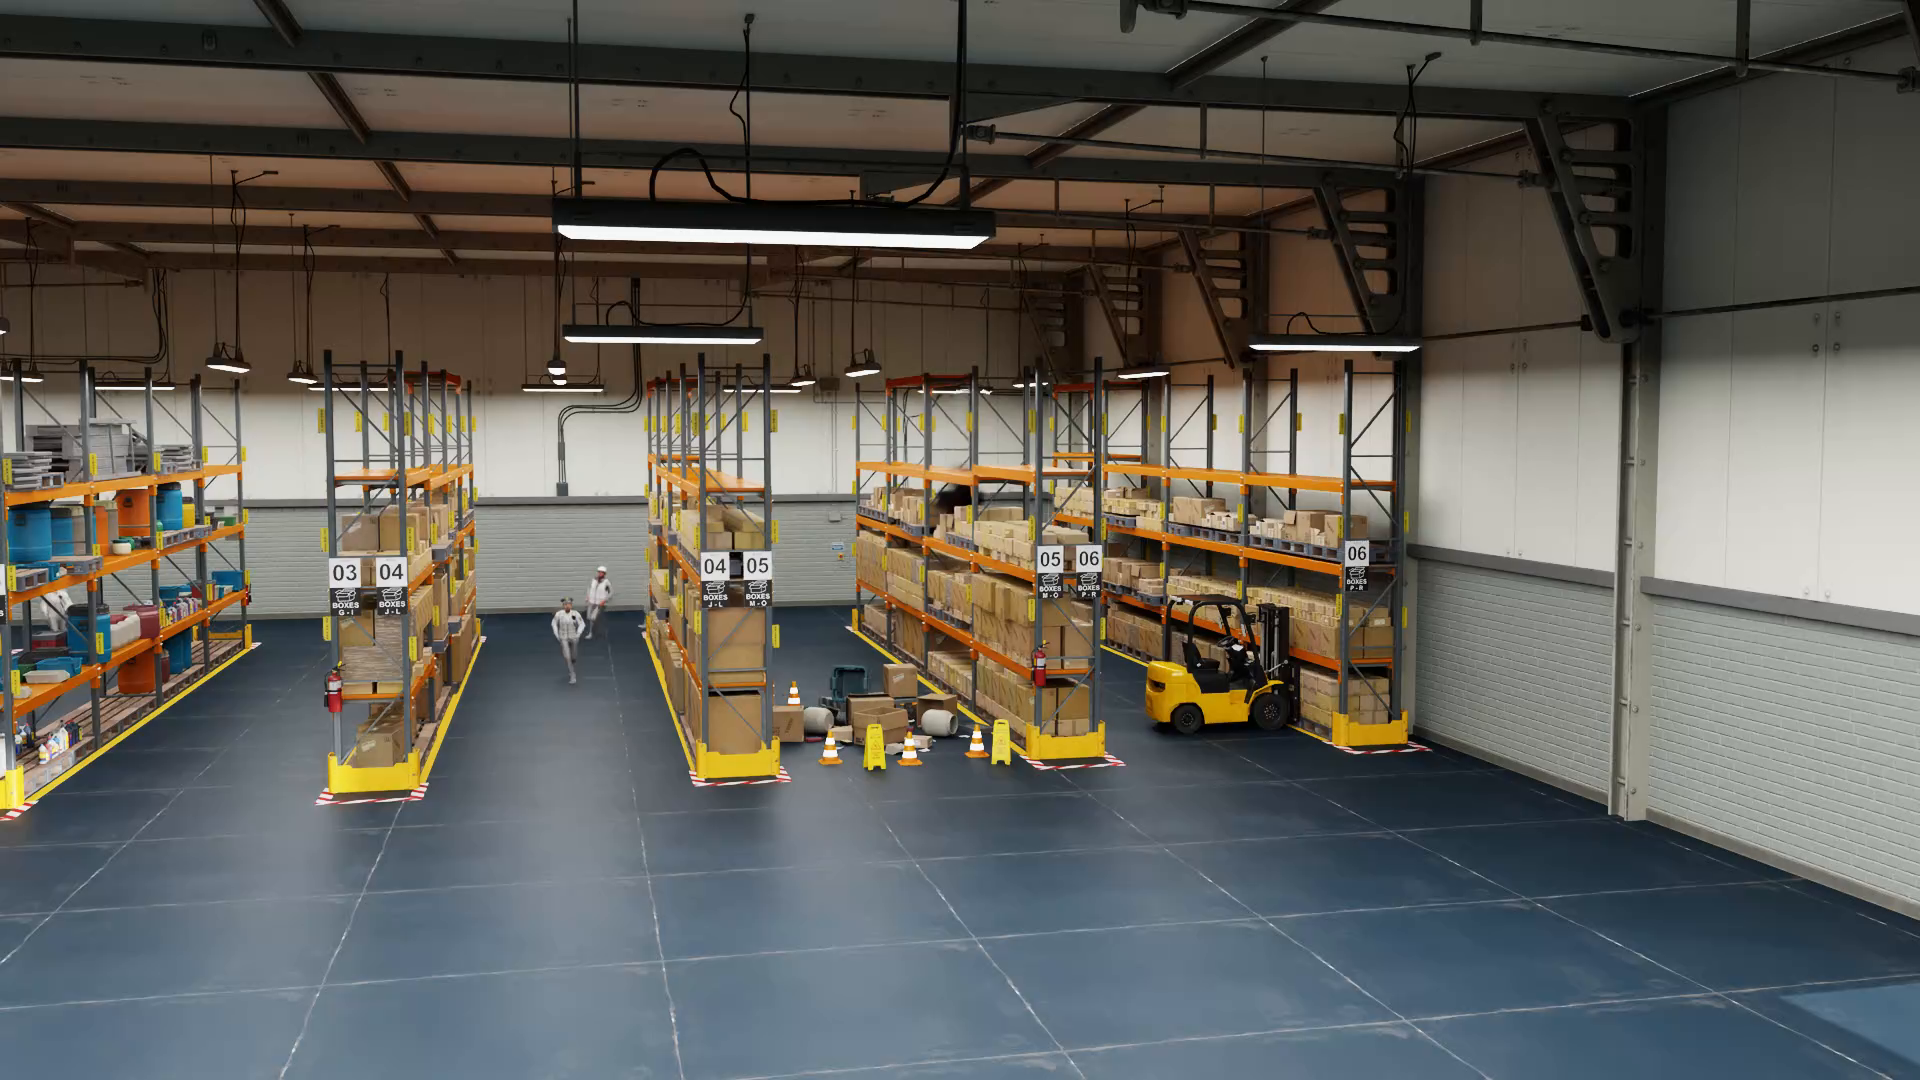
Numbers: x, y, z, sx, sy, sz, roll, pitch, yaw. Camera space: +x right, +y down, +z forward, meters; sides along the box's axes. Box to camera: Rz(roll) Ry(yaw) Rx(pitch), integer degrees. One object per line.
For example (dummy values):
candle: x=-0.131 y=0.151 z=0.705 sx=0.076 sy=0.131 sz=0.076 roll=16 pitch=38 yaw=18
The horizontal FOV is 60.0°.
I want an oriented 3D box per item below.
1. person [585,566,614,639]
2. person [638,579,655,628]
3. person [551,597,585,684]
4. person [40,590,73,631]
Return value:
person: x=-8.413 y=1.462 z=38.727 sx=0.683 sy=1.698 sz=0.535 roll=1 pitch=4 yaw=11
person: x=-7.461 y=1.304 z=40.524 sx=0.904 sy=1.741 sz=0.749 roll=0 pitch=4 yaw=3
person: x=-7.637 y=1.930 z=32.424 sx=0.643 sy=1.677 sz=0.759 roll=-1 pitch=4 yaw=-15
person: x=-19.498 y=1.675 z=35.892 sx=0.629 sy=1.693 sz=0.727 roll=-2 pitch=4 yaw=-22
